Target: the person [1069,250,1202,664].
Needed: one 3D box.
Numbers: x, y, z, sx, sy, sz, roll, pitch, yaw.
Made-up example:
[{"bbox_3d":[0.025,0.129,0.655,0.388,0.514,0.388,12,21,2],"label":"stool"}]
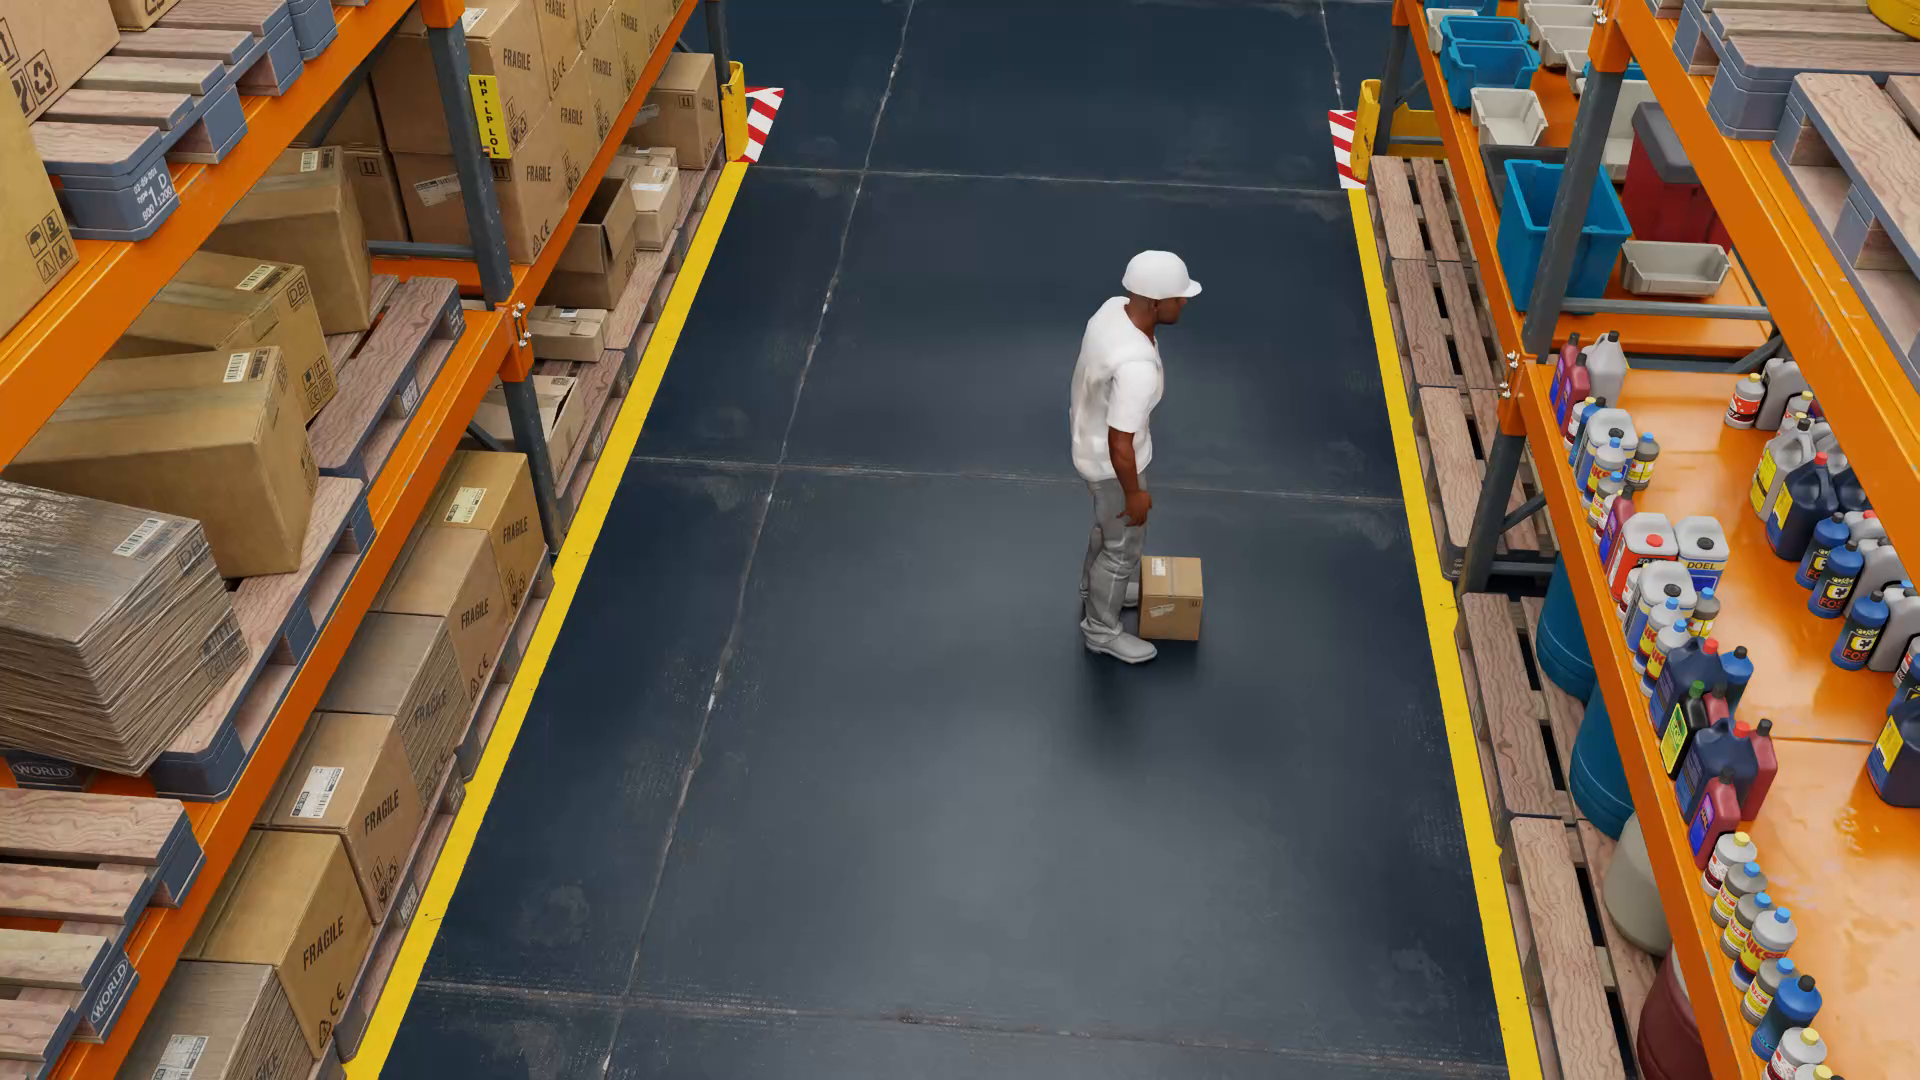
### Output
[{"bbox_3d":[0.656,-0.347,6.559,0.459,1.760,0.634,1,40,1],"label":"person"}]
